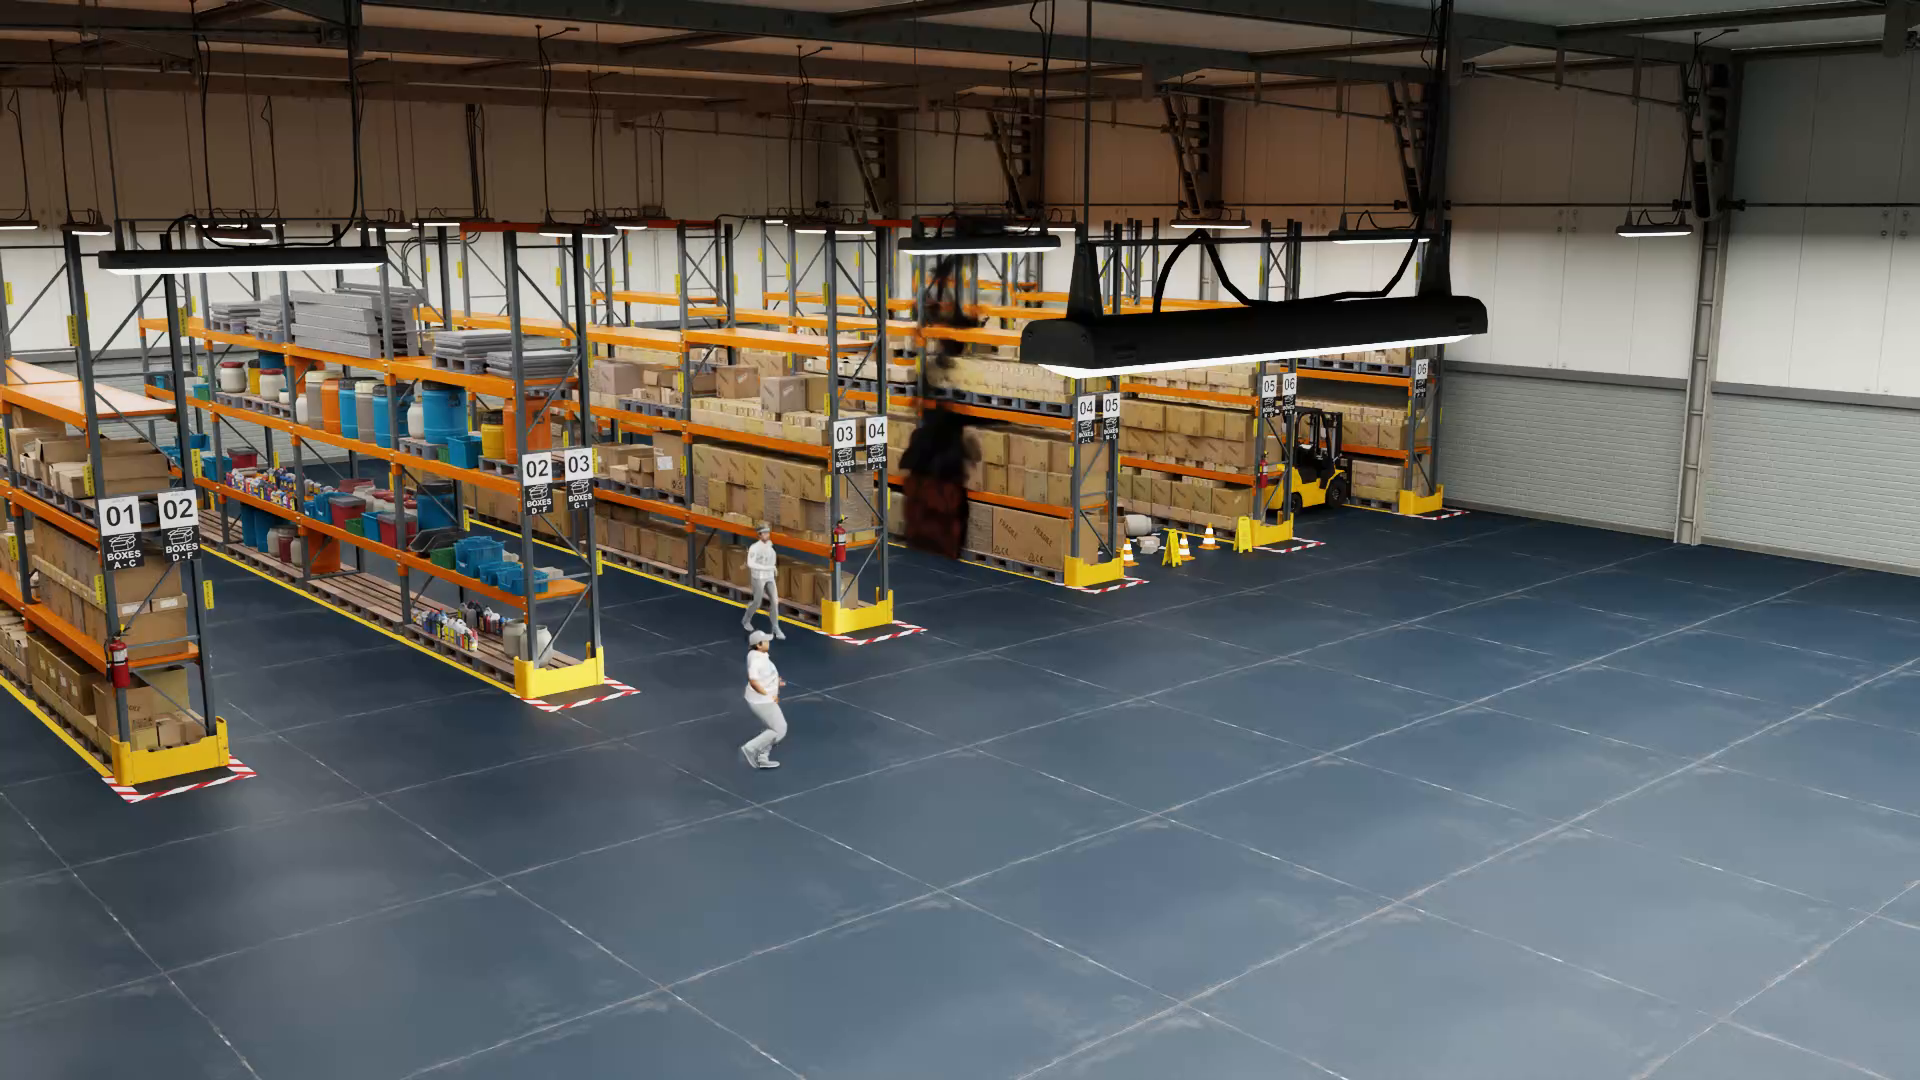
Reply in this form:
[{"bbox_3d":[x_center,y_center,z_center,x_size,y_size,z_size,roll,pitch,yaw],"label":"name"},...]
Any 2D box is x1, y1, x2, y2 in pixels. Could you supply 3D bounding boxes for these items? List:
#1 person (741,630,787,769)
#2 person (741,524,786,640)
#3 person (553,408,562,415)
[{"bbox_3d":[-2.225,1.810,18.812,0.568,1.618,0.603,-3,12,-16],"label":"person"},{"bbox_3d":[-2.932,0.595,24.659,0.792,1.743,0.631,10,15,40],"label":"person"},{"bbox_3d":[-9.400,-2.212,38.674,0.774,1.746,0.781,-3,12,-17],"label":"person"}]
